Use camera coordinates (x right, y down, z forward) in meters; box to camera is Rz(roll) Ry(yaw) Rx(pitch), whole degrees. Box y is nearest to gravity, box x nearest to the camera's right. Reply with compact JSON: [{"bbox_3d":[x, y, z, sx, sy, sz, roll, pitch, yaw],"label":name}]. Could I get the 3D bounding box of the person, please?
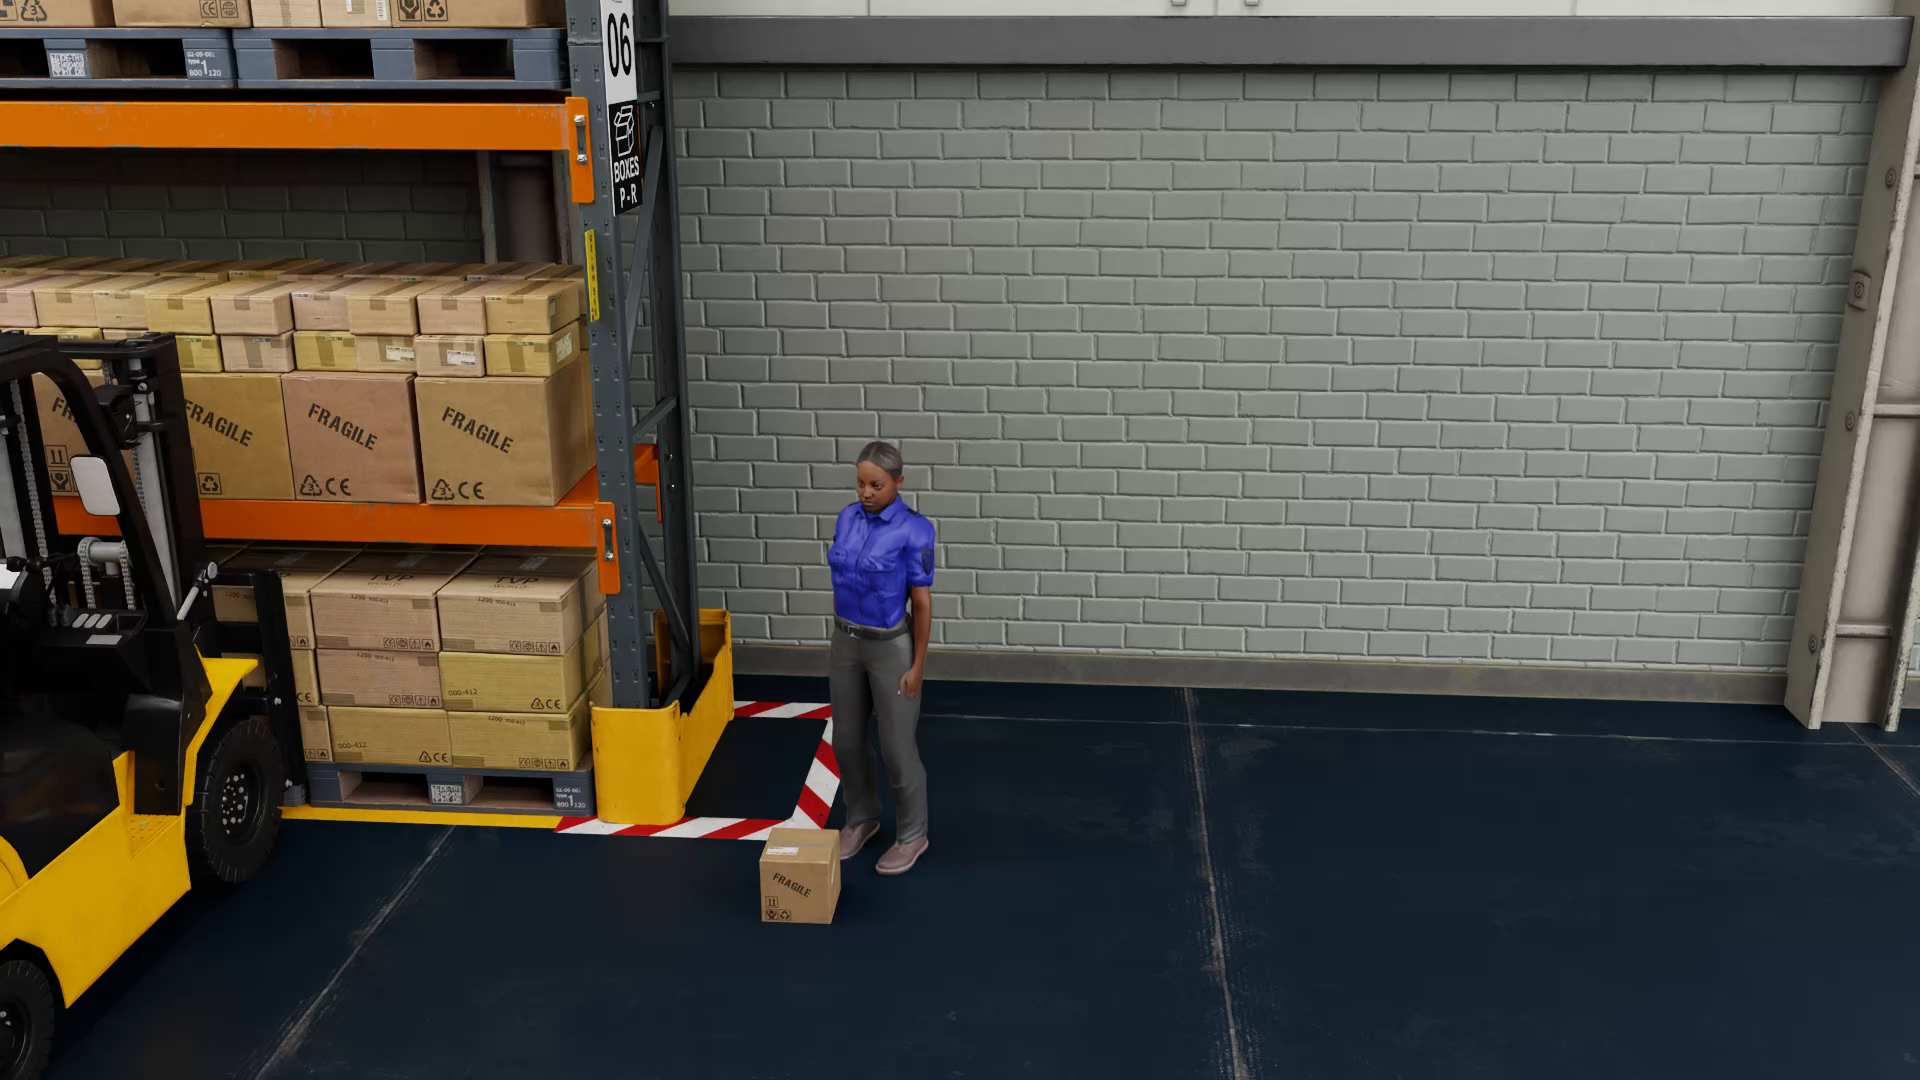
[{"bbox_3d":[-0.298,0.438,6.210,0.438,1.664,0.301,11,21,31],"label":"person"}]
